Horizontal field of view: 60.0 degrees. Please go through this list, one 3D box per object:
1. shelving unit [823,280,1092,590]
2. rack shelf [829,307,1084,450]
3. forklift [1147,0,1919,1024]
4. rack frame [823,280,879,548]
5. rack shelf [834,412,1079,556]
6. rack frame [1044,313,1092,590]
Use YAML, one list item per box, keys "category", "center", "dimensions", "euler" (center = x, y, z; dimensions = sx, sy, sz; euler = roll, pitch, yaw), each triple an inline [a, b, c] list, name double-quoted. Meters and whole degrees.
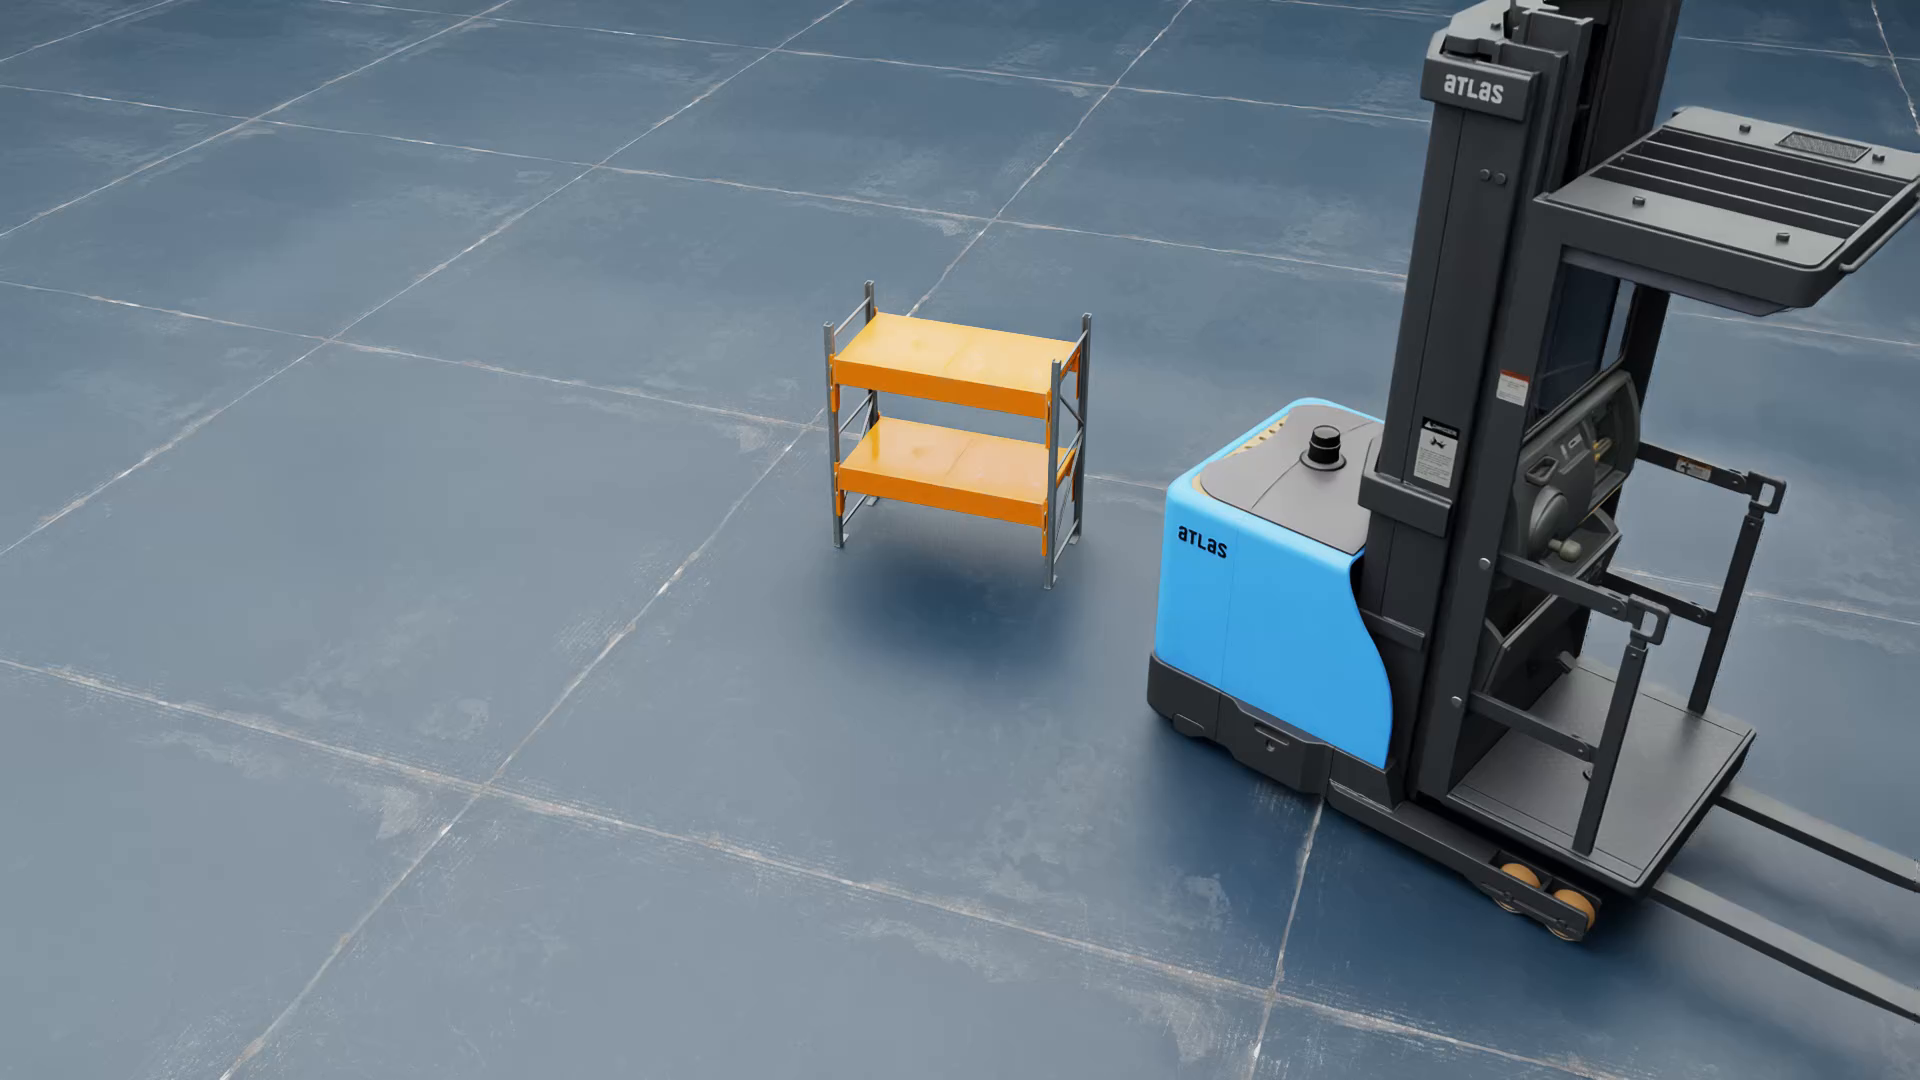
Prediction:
- category: "shelving unit"
  center: [-0.006, -0.474, 7.447]
  dimensions: [1.048, 1.125, 0.538]
  euler: [11, 34, 16]
- category: "rack shelf"
  center: [-0.006, -0.720, 7.288]
  dimensions: [1.000, 0.278, 0.538]
  euler: [11, 34, 16]
- category: "forklift"
  center: [2.183, -0.198, 5.355]
  dimensions: [3.031, 2.935, 1.130]
  euler: [26, 41, 34]
- category: "rack frame"
  center: [-0.485, -0.567, 7.591]
  dimensions: [0.032, 1.125, 0.500]
  euler: [11, 34, 16]
- category: "rack shelf"
  center: [-0.006, -0.268, 7.579]
  dimensions: [1.000, 0.278, 0.538]
  euler: [11, 34, 16]
- category: "rack frame"
  center: [0.472, -0.381, 7.303]
  dimensions: [0.032, 1.125, 0.500]
  euler: [11, 34, 16]
